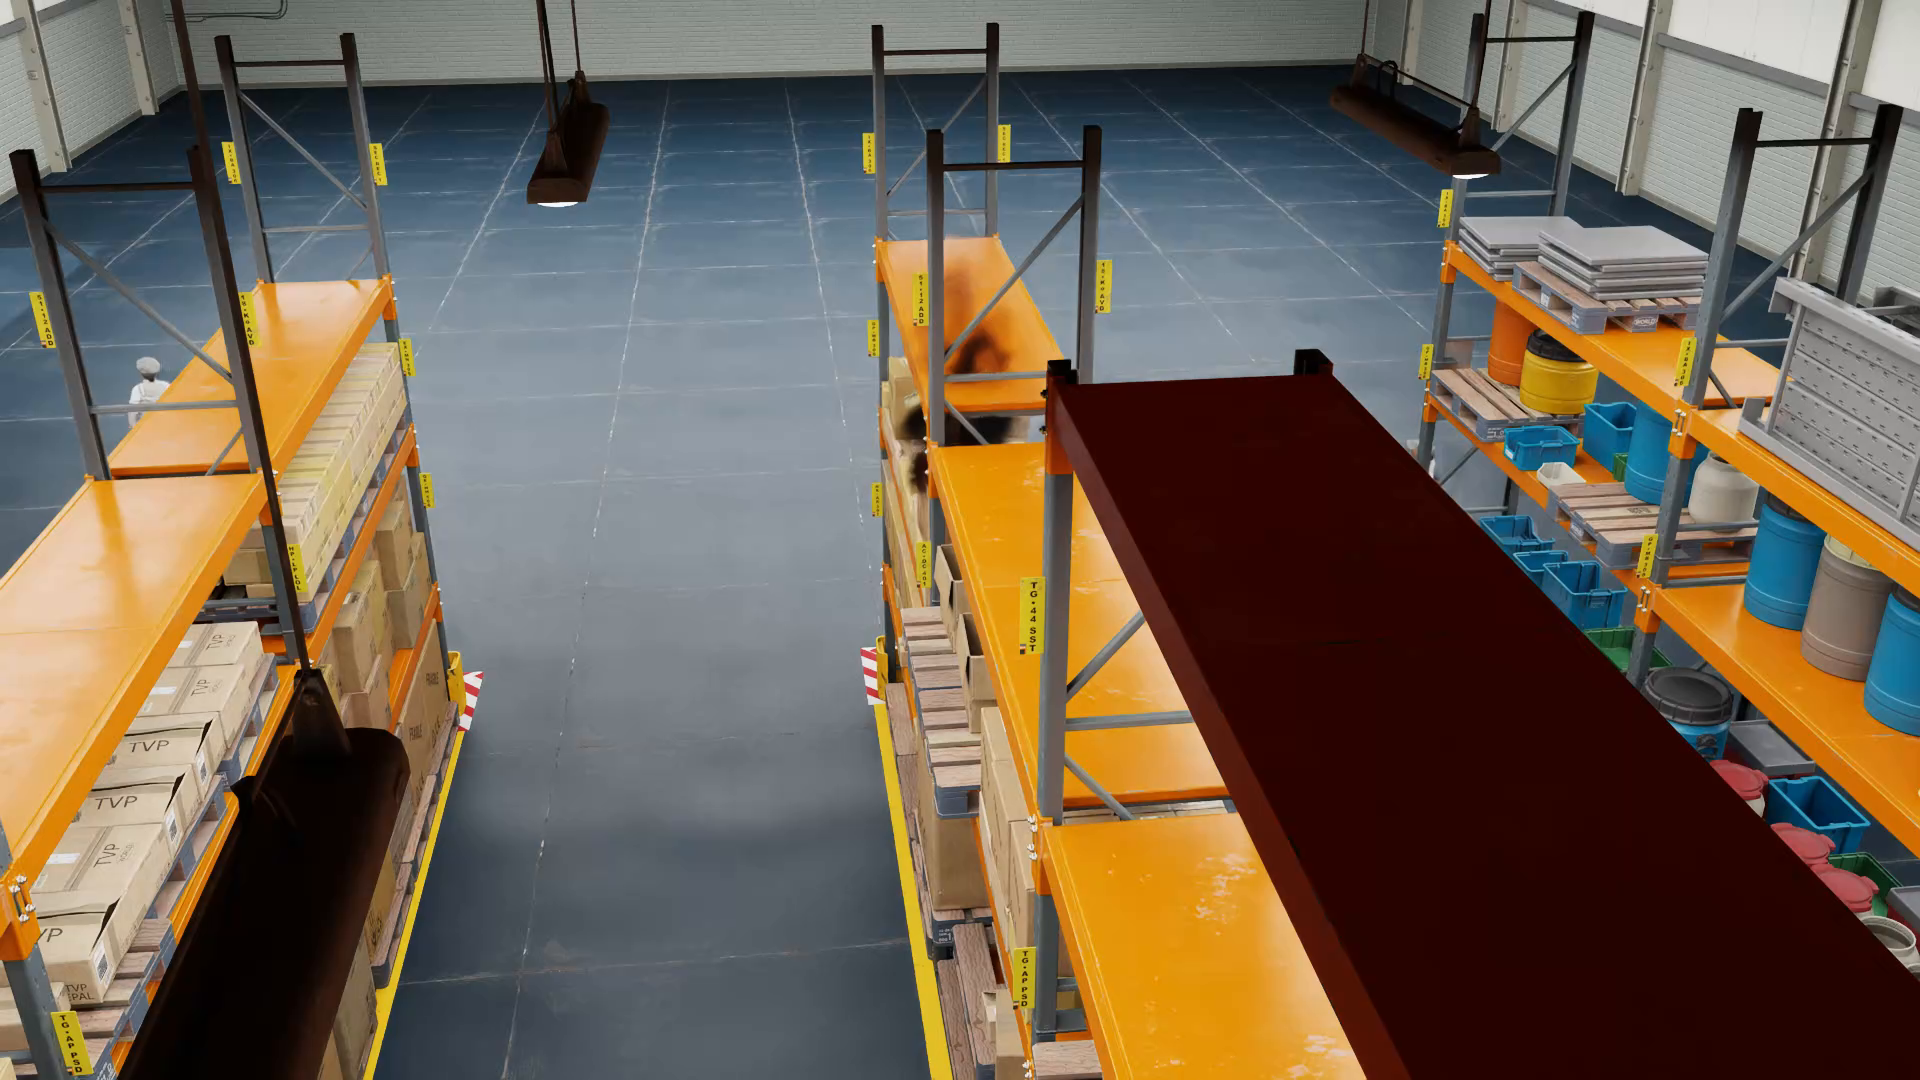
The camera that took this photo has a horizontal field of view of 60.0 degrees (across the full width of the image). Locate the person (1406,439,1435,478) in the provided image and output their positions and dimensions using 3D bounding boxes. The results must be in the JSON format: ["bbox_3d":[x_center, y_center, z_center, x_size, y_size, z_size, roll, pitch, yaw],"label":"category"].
[{"bbox_3d":[4.701,-0.301,17.239,0.689,1.684,0.630,15,30,29],"label":"person"}]

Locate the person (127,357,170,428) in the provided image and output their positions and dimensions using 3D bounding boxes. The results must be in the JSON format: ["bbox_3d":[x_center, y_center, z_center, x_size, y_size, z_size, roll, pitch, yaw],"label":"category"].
[{"bbox_3d":[-9.362,-1.314,19.351,0.639,1.658,0.679,-22,33,-38],"label":"person"}]
